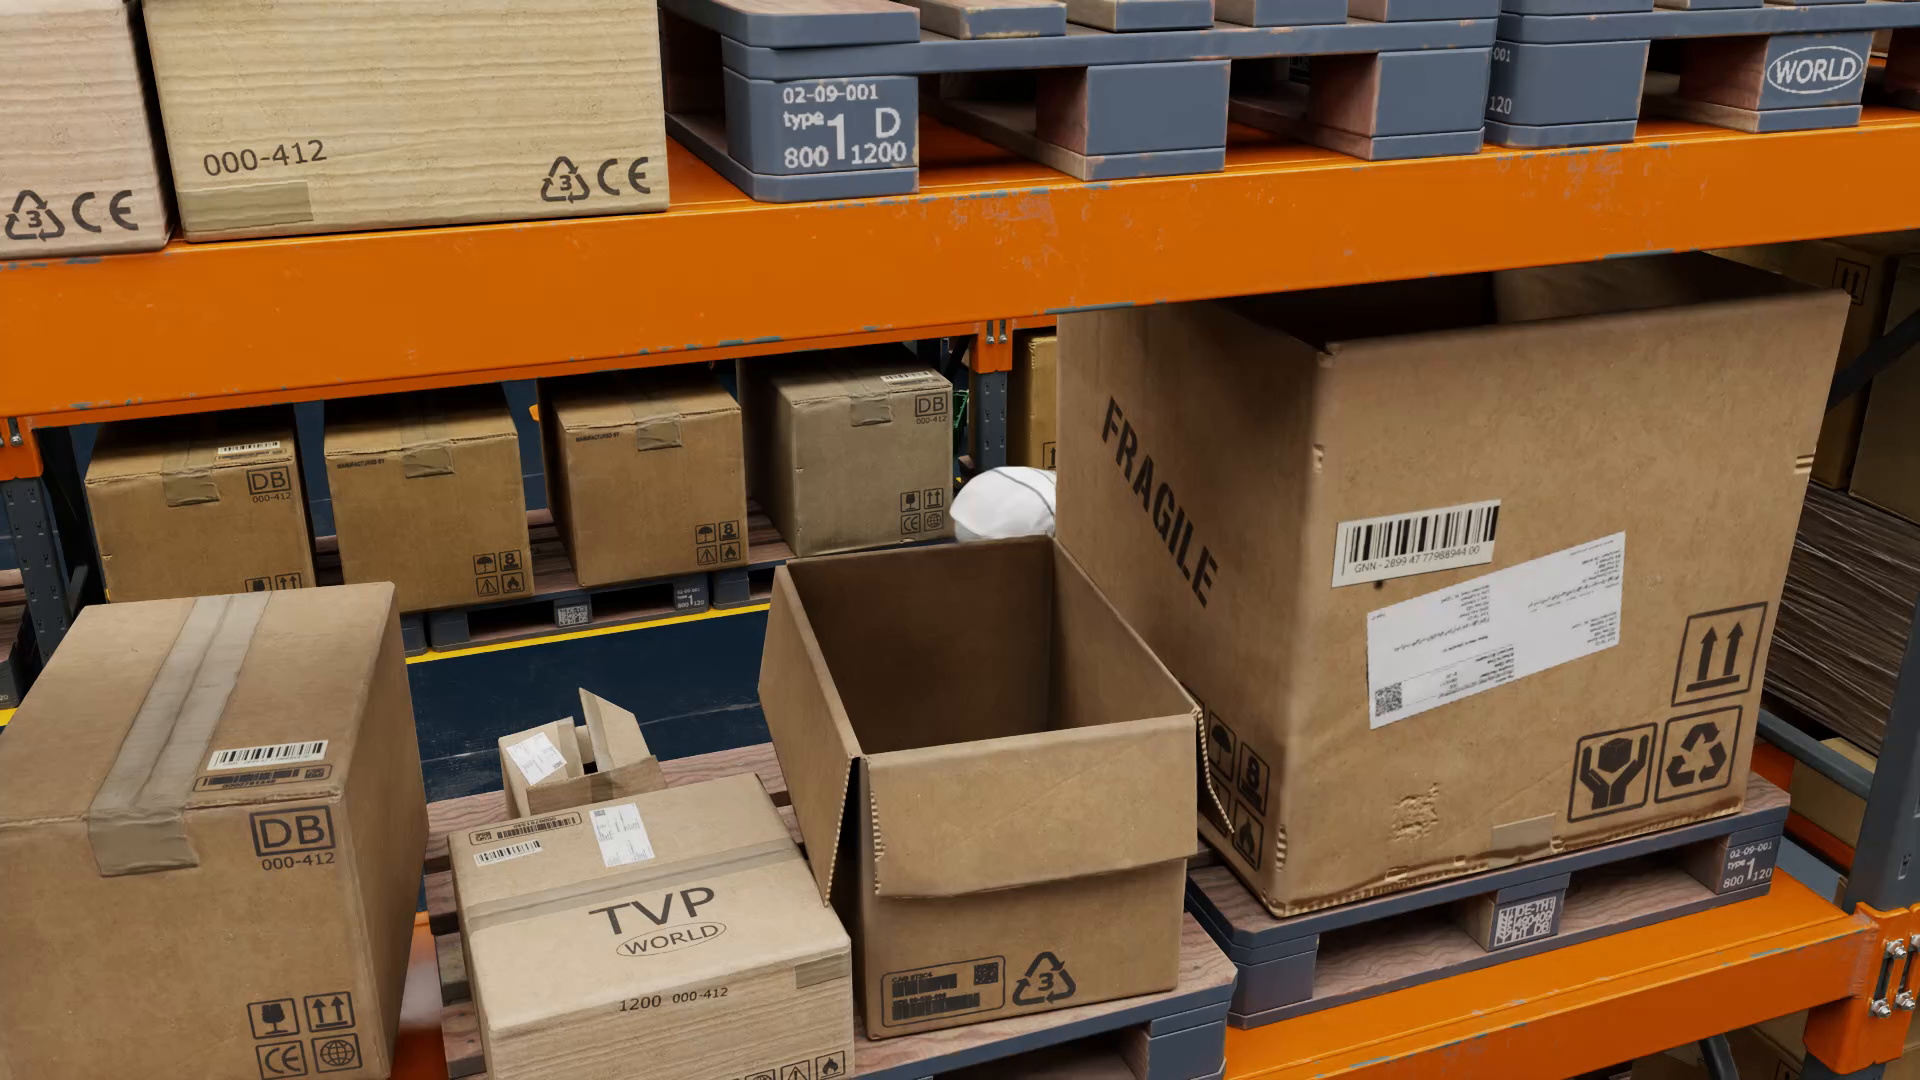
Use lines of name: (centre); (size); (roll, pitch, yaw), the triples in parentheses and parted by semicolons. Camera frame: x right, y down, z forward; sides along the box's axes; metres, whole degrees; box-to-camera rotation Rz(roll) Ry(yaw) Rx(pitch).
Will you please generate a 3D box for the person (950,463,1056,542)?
person: (0.409, 0.099, 6.829); (0.936, 0.914, 0.498); (-14, 27, -31)
